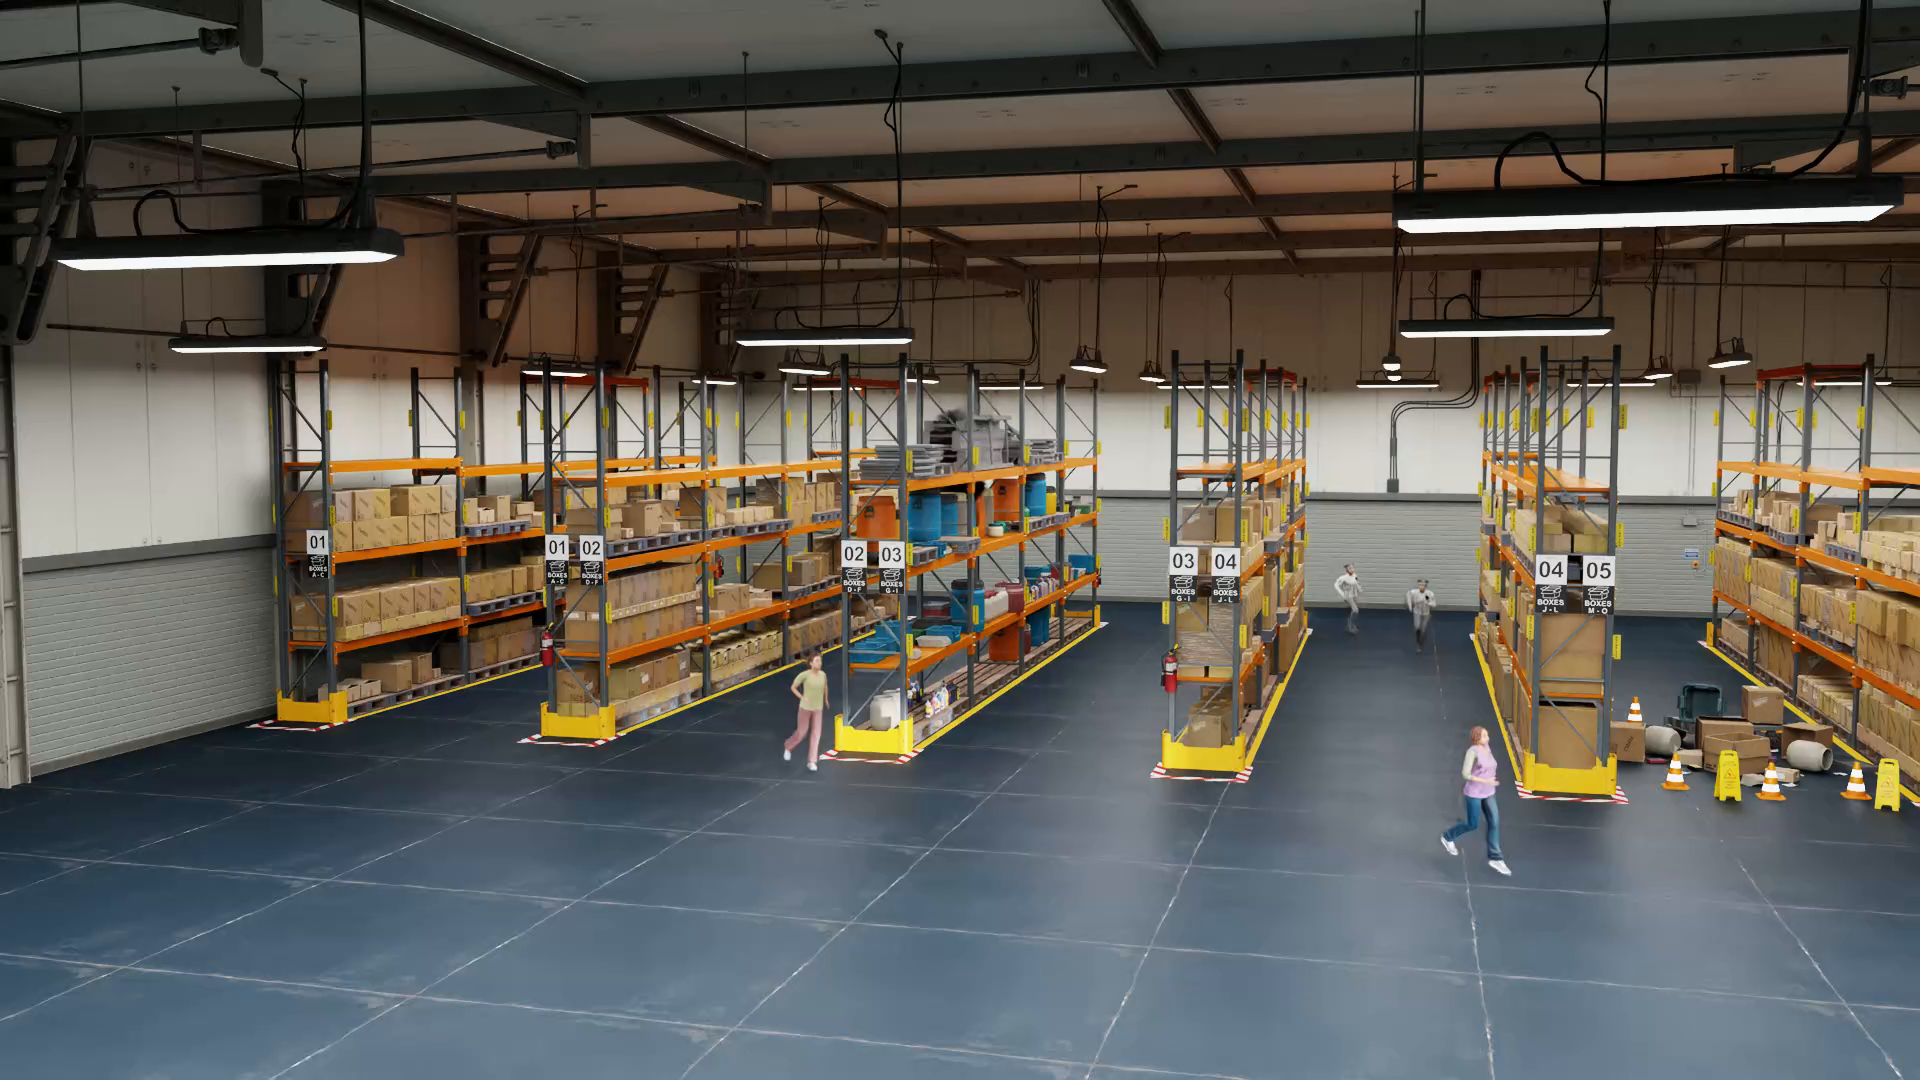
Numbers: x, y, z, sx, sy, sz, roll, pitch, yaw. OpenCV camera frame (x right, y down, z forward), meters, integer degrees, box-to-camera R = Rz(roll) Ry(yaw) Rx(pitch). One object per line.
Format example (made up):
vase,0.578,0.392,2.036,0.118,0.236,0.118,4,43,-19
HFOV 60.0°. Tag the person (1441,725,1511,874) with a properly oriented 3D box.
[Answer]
person,5.784,2.869,18.597,0.551,1.597,0.876,-3,5,-36

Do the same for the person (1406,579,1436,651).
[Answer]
person,9.900,1.619,35.715,0.599,1.606,0.791,1,4,11

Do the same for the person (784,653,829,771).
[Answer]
person,-2.126,2.453,24.023,0.634,1.612,0.931,-2,5,-30

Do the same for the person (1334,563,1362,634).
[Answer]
person,9.164,1.369,39.069,0.620,1.677,0.628,-3,5,-32
